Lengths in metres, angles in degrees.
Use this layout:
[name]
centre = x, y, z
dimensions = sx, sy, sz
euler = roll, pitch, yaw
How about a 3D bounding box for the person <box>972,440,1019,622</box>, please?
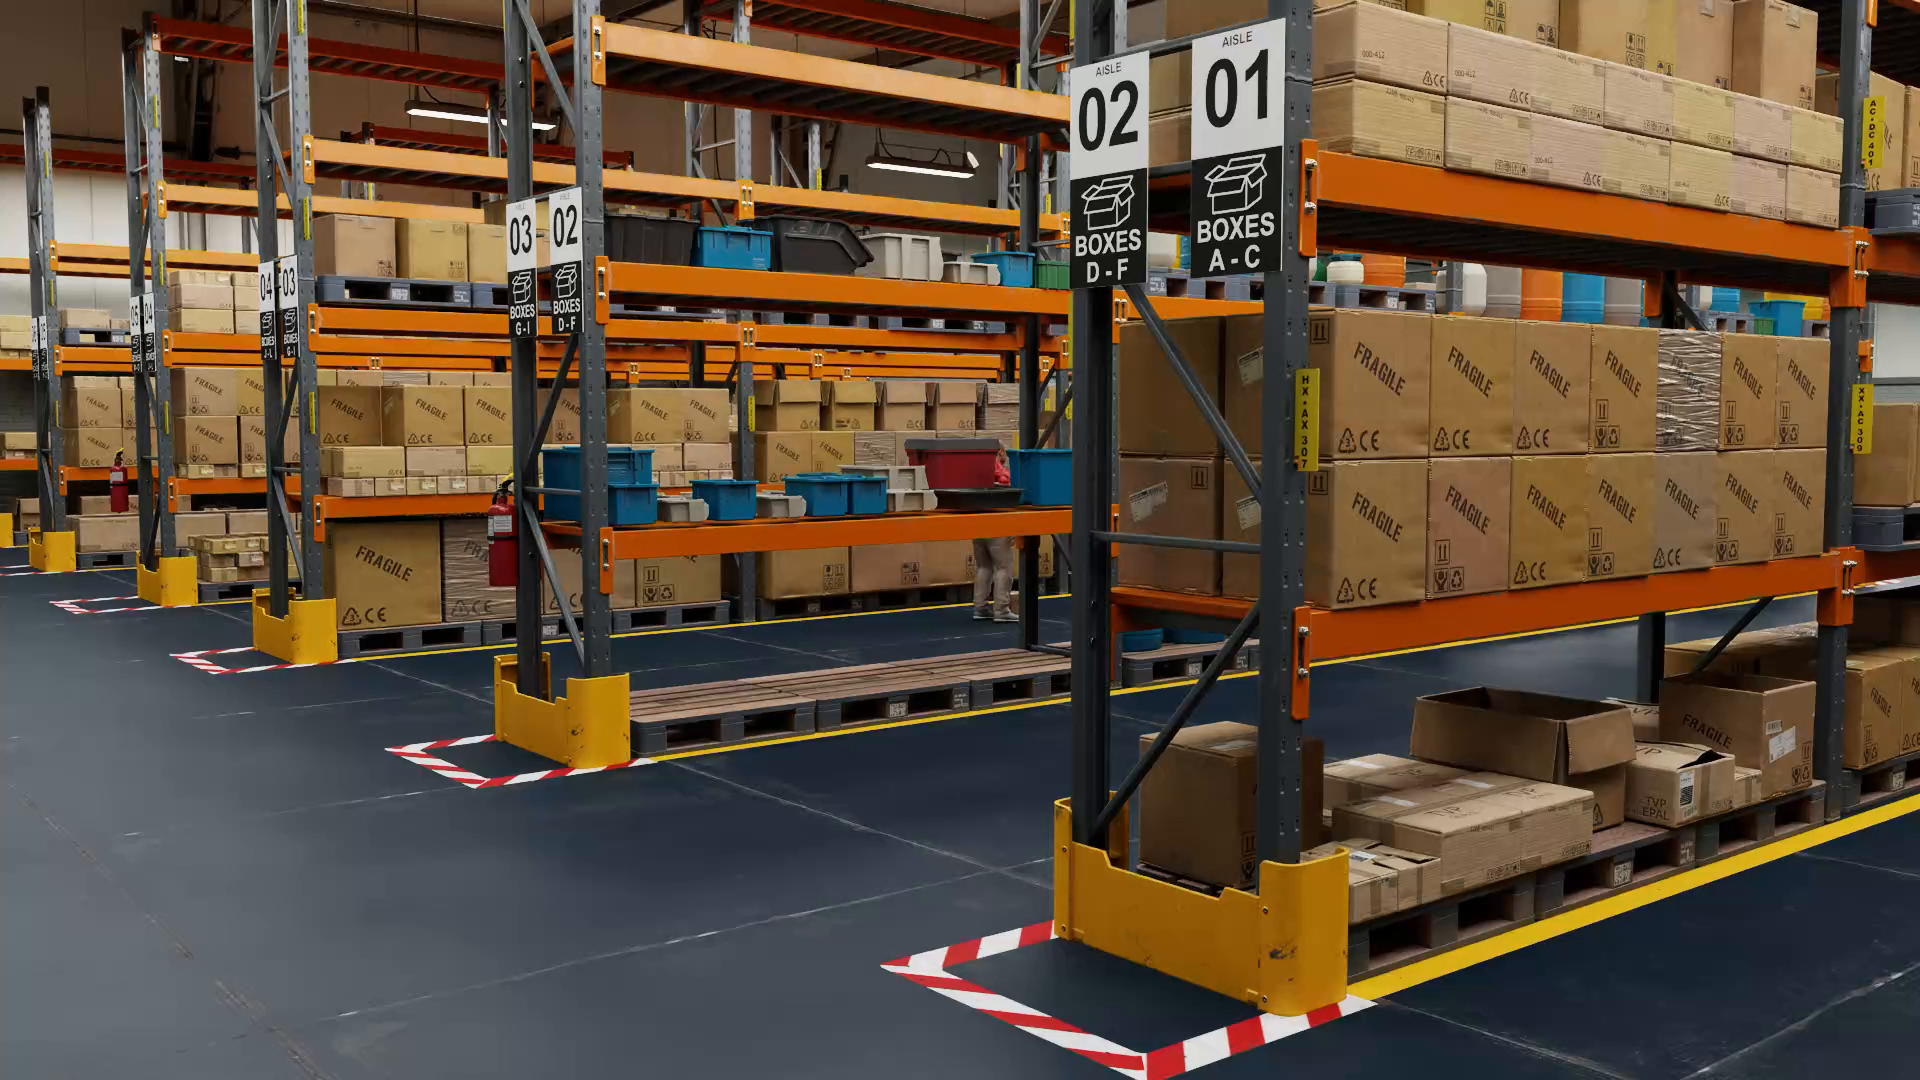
[person]
centre = 0.318, -0.092, 15.821
dimensions = 0.395, 1.726, 0.584
euler = -3, 5, -39
